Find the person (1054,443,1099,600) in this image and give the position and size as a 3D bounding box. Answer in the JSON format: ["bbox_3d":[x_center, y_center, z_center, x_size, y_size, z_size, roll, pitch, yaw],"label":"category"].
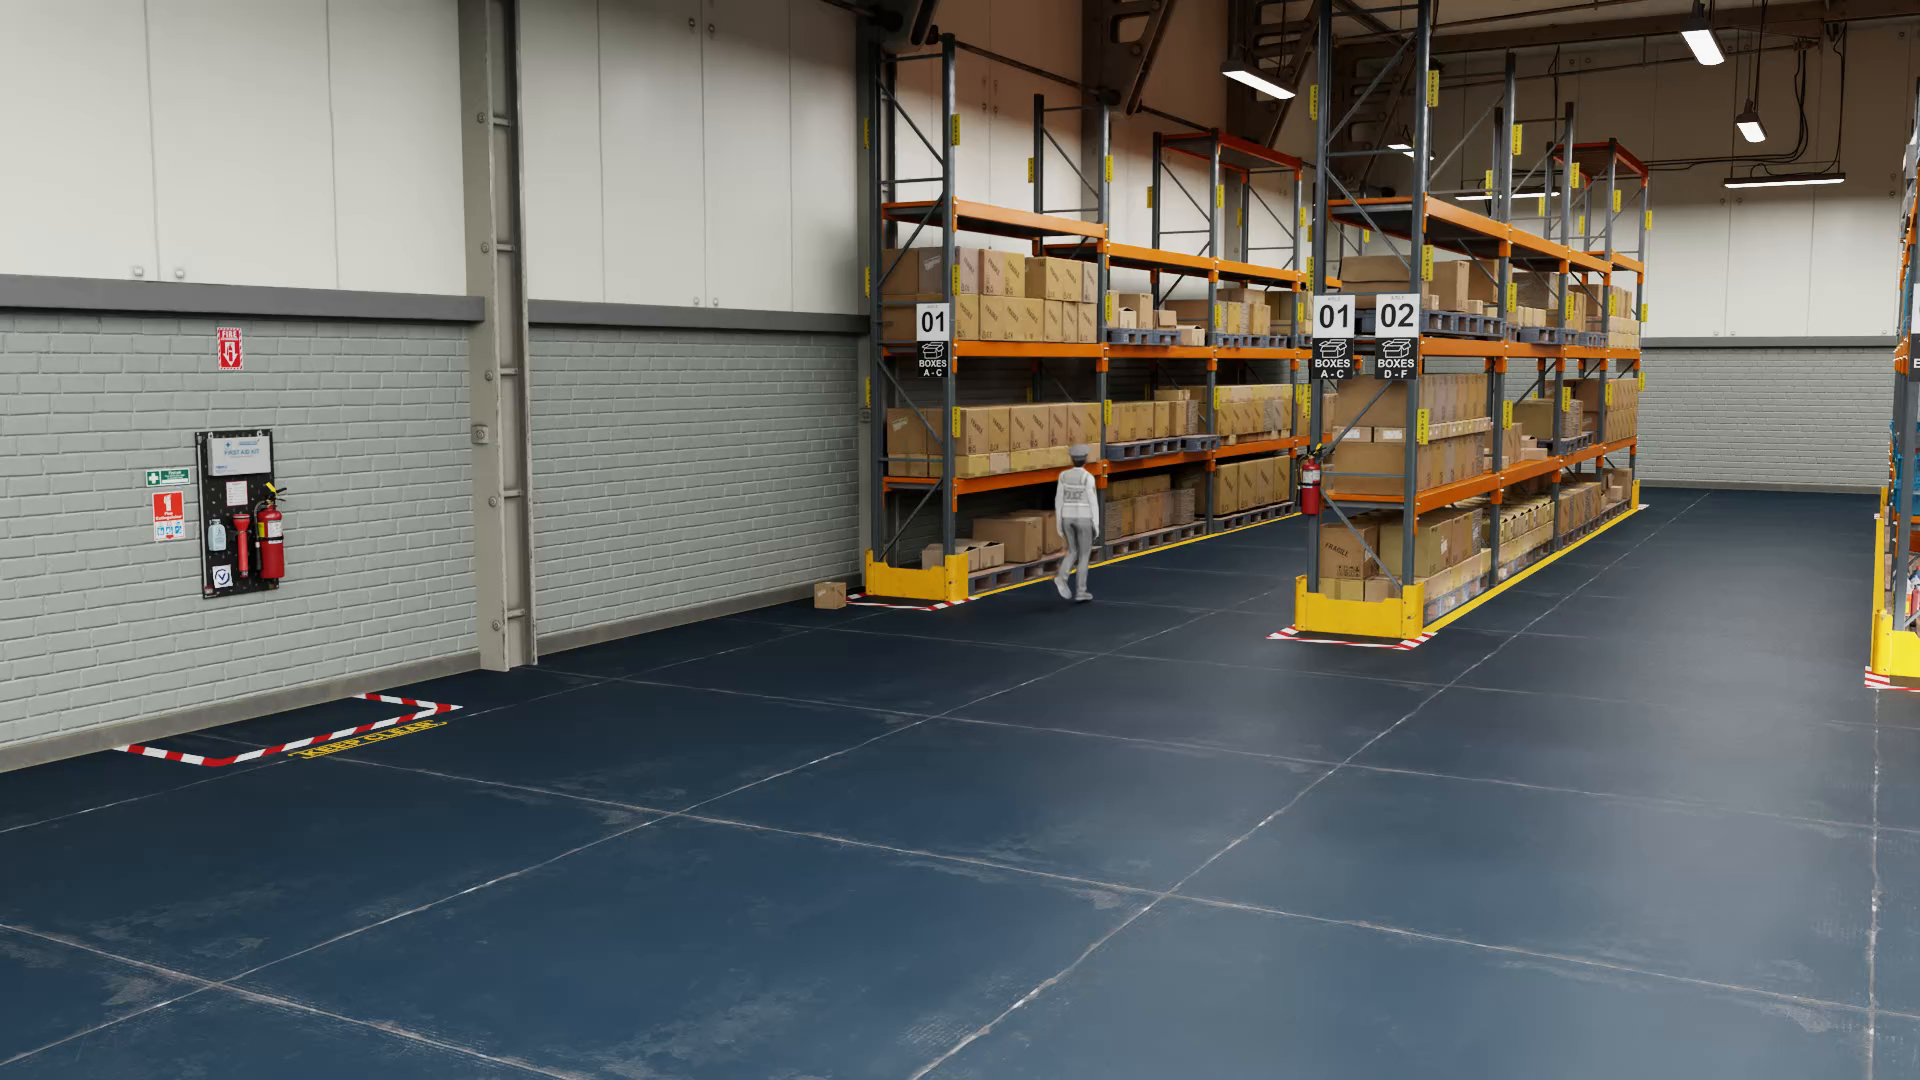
[{"bbox_3d":[1.244,-0.192,17.841,0.499,1.683,0.439,4,7,36],"label":"person"}]
